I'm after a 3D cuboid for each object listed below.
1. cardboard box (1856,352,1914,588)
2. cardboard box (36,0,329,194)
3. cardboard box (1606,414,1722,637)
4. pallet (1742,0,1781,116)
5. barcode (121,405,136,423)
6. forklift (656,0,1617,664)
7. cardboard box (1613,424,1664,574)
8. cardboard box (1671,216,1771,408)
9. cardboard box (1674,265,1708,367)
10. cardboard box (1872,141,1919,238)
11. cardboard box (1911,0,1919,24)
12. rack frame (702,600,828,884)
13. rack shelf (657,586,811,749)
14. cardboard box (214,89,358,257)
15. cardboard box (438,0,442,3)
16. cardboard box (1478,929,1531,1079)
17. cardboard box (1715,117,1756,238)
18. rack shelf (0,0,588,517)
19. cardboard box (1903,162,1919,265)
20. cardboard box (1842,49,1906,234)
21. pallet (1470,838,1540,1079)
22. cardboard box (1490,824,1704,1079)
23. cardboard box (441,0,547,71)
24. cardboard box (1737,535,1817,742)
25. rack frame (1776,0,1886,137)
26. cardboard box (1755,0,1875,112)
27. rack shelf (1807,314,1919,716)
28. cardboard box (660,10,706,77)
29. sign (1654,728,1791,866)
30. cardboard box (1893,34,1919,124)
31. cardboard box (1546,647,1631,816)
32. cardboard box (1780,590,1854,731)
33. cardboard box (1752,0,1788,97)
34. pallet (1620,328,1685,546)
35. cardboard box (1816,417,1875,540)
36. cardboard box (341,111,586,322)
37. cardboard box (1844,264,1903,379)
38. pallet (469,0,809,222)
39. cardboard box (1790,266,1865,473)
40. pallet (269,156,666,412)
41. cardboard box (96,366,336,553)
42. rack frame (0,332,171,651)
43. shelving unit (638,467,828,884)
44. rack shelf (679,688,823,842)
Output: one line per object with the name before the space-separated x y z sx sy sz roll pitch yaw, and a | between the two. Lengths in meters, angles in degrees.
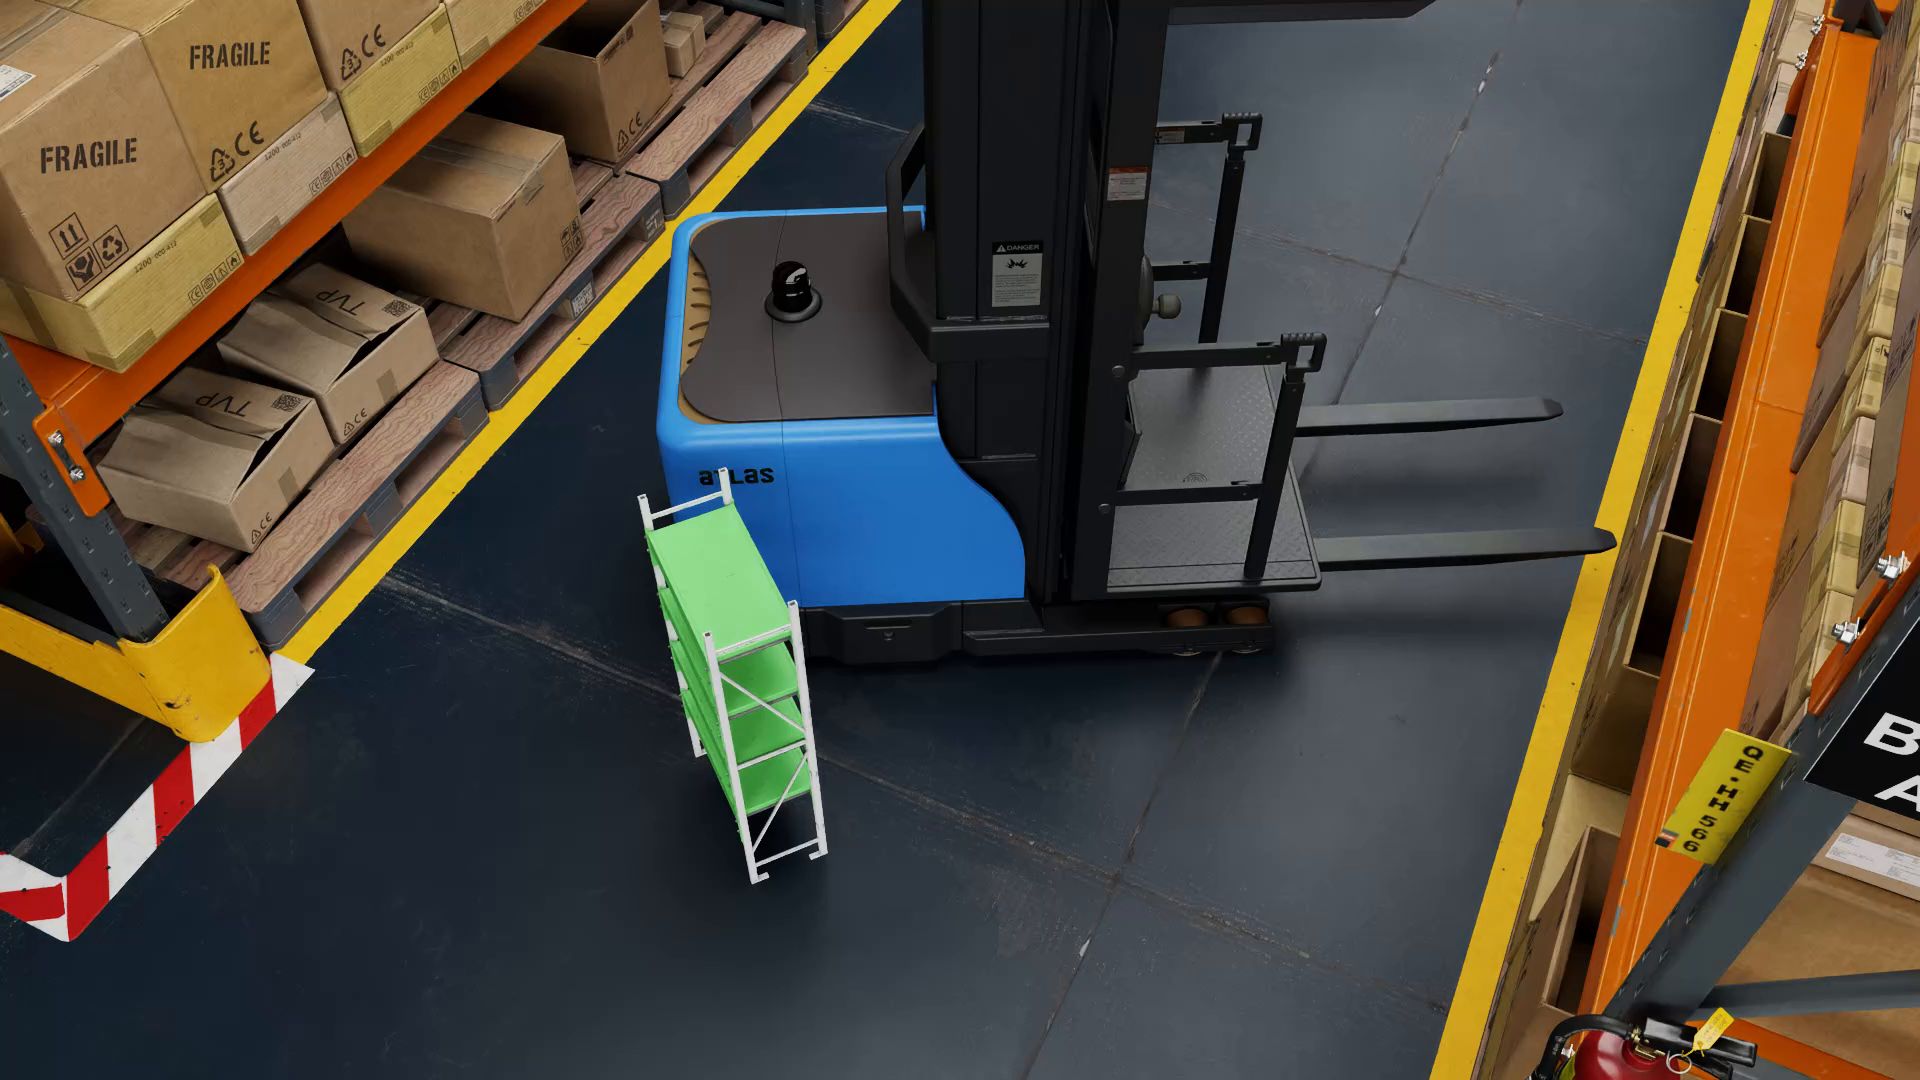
cardboard box | 2.095 -0.136 2.979 0.700 0.500 0.500 19 52 15
cardboard box | -2.143 -1.344 4.517 0.500 0.500 0.500 20 52 16
cardboard box | 2.231 0.043 4.781 0.500 0.500 0.500 20 52 16
pallet | 4.150 -2.180 7.466 1.003 0.211 1.213 20 52 16
barcode | -2.816 -0.439 5.625 0.001 0.075 0.075 20 52 16
forklift | 0.623 -0.976 4.656 3.031 2.935 1.130 -2 50 -2
cardboard box | 2.442 -0.059 5.361 0.500 0.250 0.500 20 52 16
cardboard box | 2.663 -0.644 5.366 0.500 0.500 0.500 20 52 16
cardboard box | 2.878 -0.745 5.944 0.500 0.250 0.500 20 52 16
cardboard box | 2.402 -0.773 3.947 0.380 0.149 0.250 19 52 16
cardboard box | 2.845 -1.490 4.556 0.380 0.149 0.250 19 52 15
rack frame | -0.506 0.579 4.470 0.240 1.200 0.015 -20 52 -16
rack shelf | -0.611 0.297 4.478 0.258 0.148 0.480 -20 52 -16
cardboard box | -2.134 -1.128 4.825 0.500 0.250 0.500 18 52 15
cardboard box | -1.707 -2.057 5.124 0.500 0.500 0.500 21 53 17
cardboard box | 1.604 1.324 4.184 0.500 0.250 0.500 20 52 16
cardboard box | 3.266 -1.345 6.455 0.500 0.250 0.500 19 52 16
rack shelf | -1.984 -1.719 5.716 1.077 0.370 4.000 20 52 16
cardboard box | 2.524 -0.829 3.568 0.700 0.500 0.500 20 52 16
cardboard box | 2.947 -1.080 4.633 0.700 0.500 0.500 19 52 16
pallet | 1.931 1.398 4.422 1.003 0.211 1.213 20 52 16
cardboard box | 1.602 1.080 3.899 0.500 0.500 0.500 20 52 16
cardboard box | -1.693 -1.824 5.418 0.500 0.250 0.500 20 53 16
cardboard box | 2.073 0.321 3.441 0.700 0.500 0.500 21 53 17
rack frame | 3.351 -1.720 5.244 1.000 3.000 0.127 20 52 16
cardboard box | 3.481 -1.879 6.541 0.500 0.311 0.500 21 53 17
rack shelf | 2.496 -1.082 3.204 1.077 0.370 4.000 20 52 16
cardboard box | -1.331 -2.176 7.203 0.380 0.166 0.250 14 51 11
sign | 1.157 0.396 2.528 0.100 0.325 0.005 20 52 16
cardboard box | 2.625 -1.137 4.256 0.380 0.149 0.250 18 52 15
cardboard box | 2.018 0.631 4.773 0.500 0.250 0.500 20 52 16
cardboard box | 1.743 0.286 3.046 0.380 0.149 0.250 21 53 17
cardboard box | 3.702 -2.045 7.050 0.500 0.250 0.500 21 53 17
pallet | 2.973 -0.283 5.852 1.003 0.211 1.213 20 52 16
cardboard box | 1.962 -0.063 3.342 0.380 0.149 0.250 20 53 17
cardboard box | -1.860 -1.236 6.185 0.700 0.500 0.500 17 52 14
cardboard box | 2.185 -0.426 3.651 0.380 0.149 0.250 21 53 17
pallet | -1.385 -1.952 7.272 1.003 0.211 1.213 20 52 16
cardboard box | 2.512 -0.382 4.040 0.700 0.500 0.500 21 53 17
pallet | -1.905 -1.109 6.555 1.003 0.211 1.213 20 52 16
cardboard box | -2.462 -0.293 5.507 0.500 0.311 0.500 14 51 12
rack frame | -2.839 -0.575 4.270 1.000 3.000 0.127 20 52 16
shelving unit | -0.611 0.411 4.612 0.258 1.200 0.503 -20 52 -16
rack shelf | -0.611 0.608 4.844 0.258 0.148 0.480 -20 52 -16
